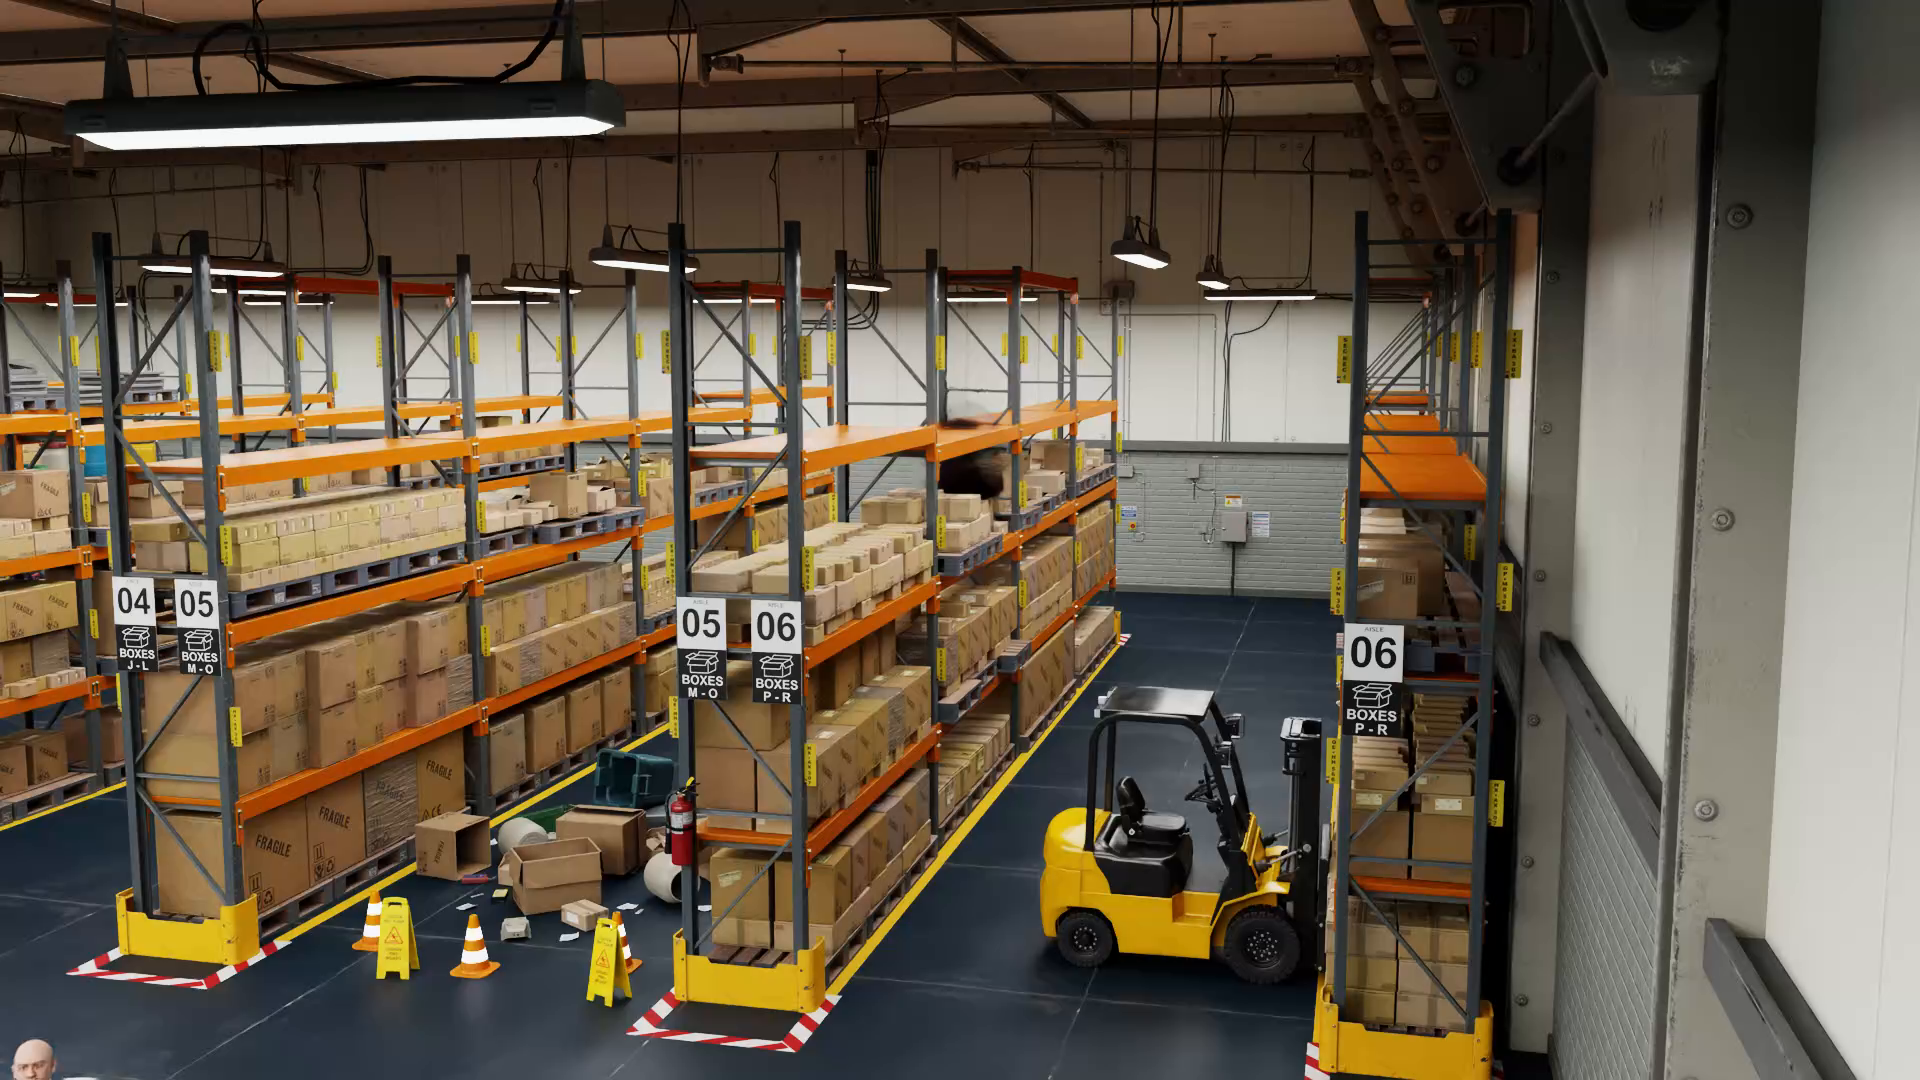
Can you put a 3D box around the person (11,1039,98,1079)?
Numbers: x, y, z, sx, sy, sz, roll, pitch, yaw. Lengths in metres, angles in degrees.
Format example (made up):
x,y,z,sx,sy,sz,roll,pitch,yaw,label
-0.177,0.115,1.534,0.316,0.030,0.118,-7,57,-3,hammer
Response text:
x,y,z,sx,sy,sz,roll,pitch,yaw,label
-4.477,3.323,8.176,0.714,1.743,0.572,-4,8,-27,person
